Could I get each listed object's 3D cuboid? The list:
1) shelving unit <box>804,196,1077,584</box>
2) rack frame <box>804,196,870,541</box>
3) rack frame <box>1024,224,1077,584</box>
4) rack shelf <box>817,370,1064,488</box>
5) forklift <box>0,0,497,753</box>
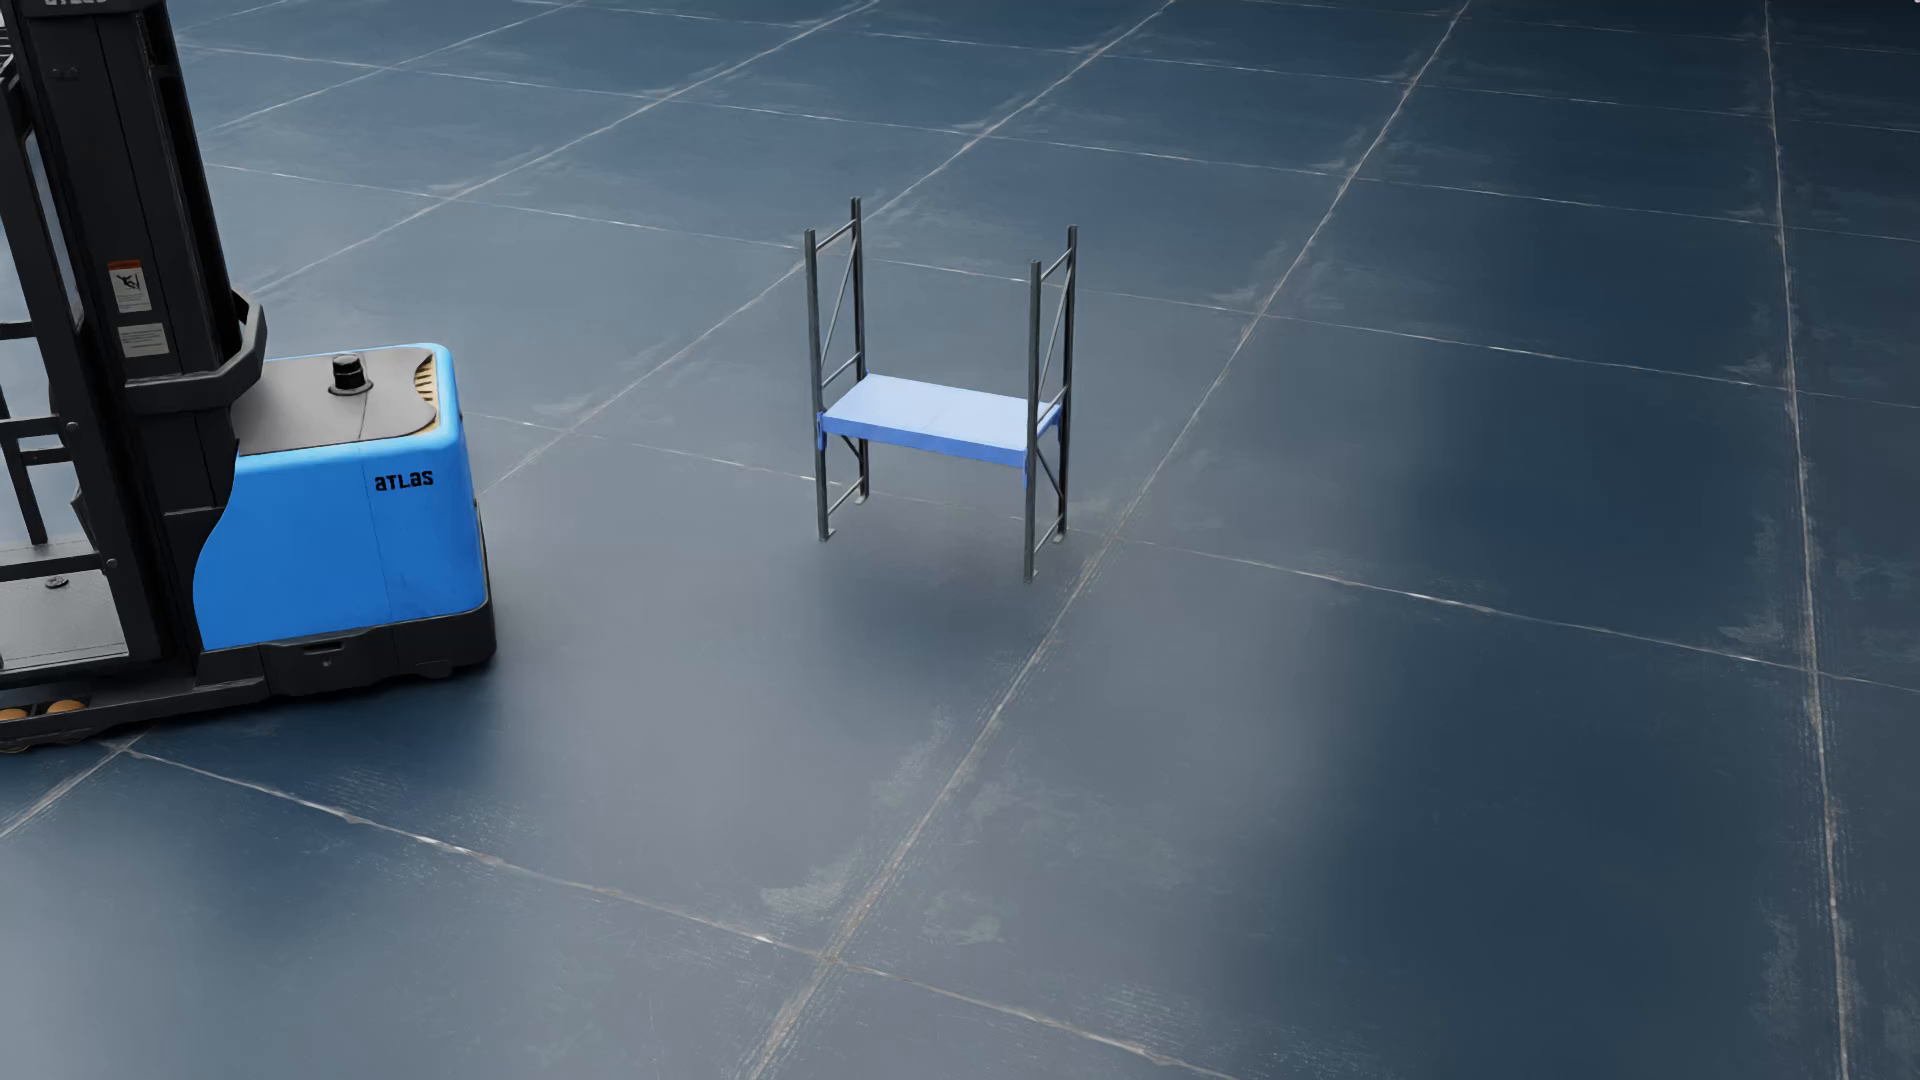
[{"bbox_3d":[-0.079,-0.669,7.409,1.048,1.500,0.538,11,31,19],"label":"shelving unit"},{"bbox_3d":[-0.550,-0.763,7.575,0.032,1.500,0.500,11,31,19],"label":"rack frame"},{"bbox_3d":[0.392,-0.575,7.242,0.032,1.500,0.500,11,31,19],"label":"rack frame"},{"bbox_3d":[-0.079,-0.512,7.497,1.000,0.185,0.538,11,31,19],"label":"rack shelf"},{"bbox_3d":[-3.474,-0.757,6.111,3.031,2.935,1.130,-8,31,-15],"label":"forklift"}]
